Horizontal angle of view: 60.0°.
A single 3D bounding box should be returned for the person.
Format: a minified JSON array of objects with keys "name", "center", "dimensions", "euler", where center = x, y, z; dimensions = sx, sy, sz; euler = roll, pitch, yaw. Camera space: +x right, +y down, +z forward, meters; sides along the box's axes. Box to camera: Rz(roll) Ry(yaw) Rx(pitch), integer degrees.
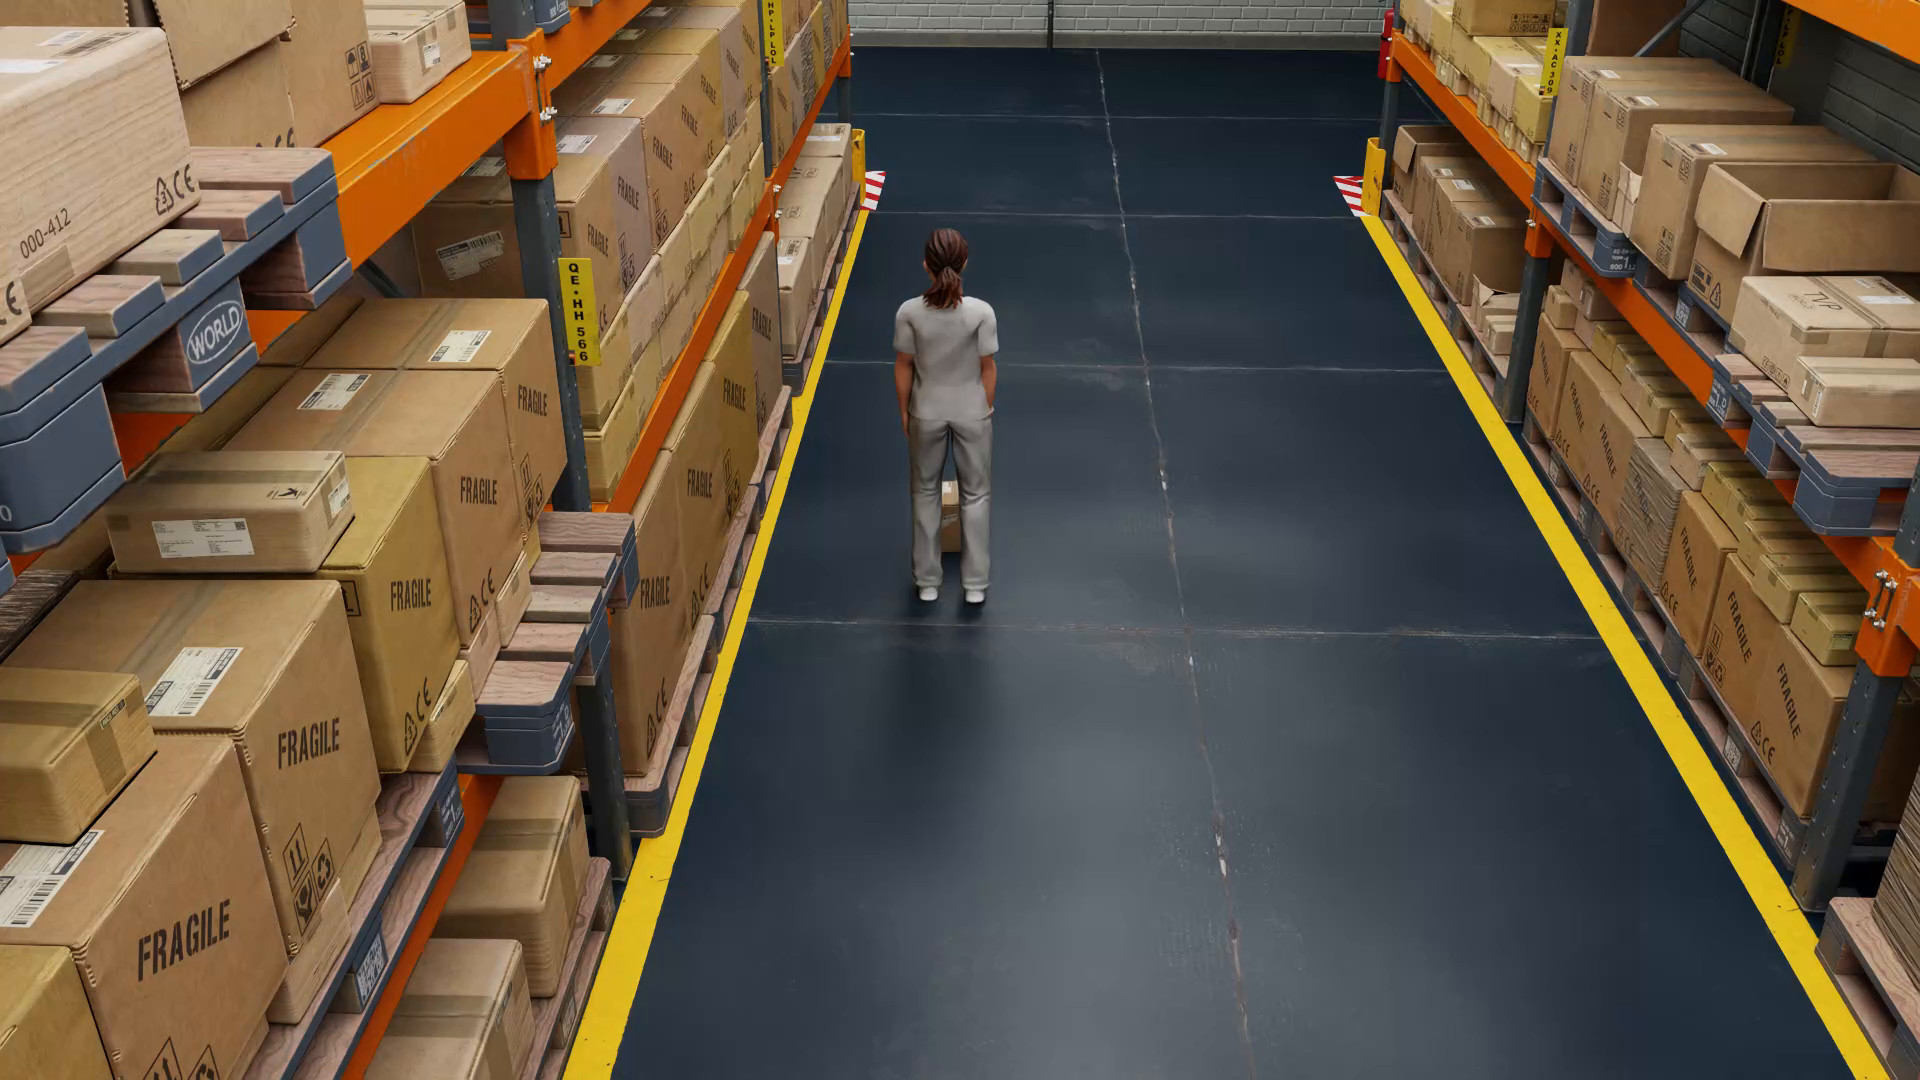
[{"name":"person","center":[-0.058,-0.511,7.089],"dimensions":[0.440,1.673,0.365],"euler":[1,28,3]}]
